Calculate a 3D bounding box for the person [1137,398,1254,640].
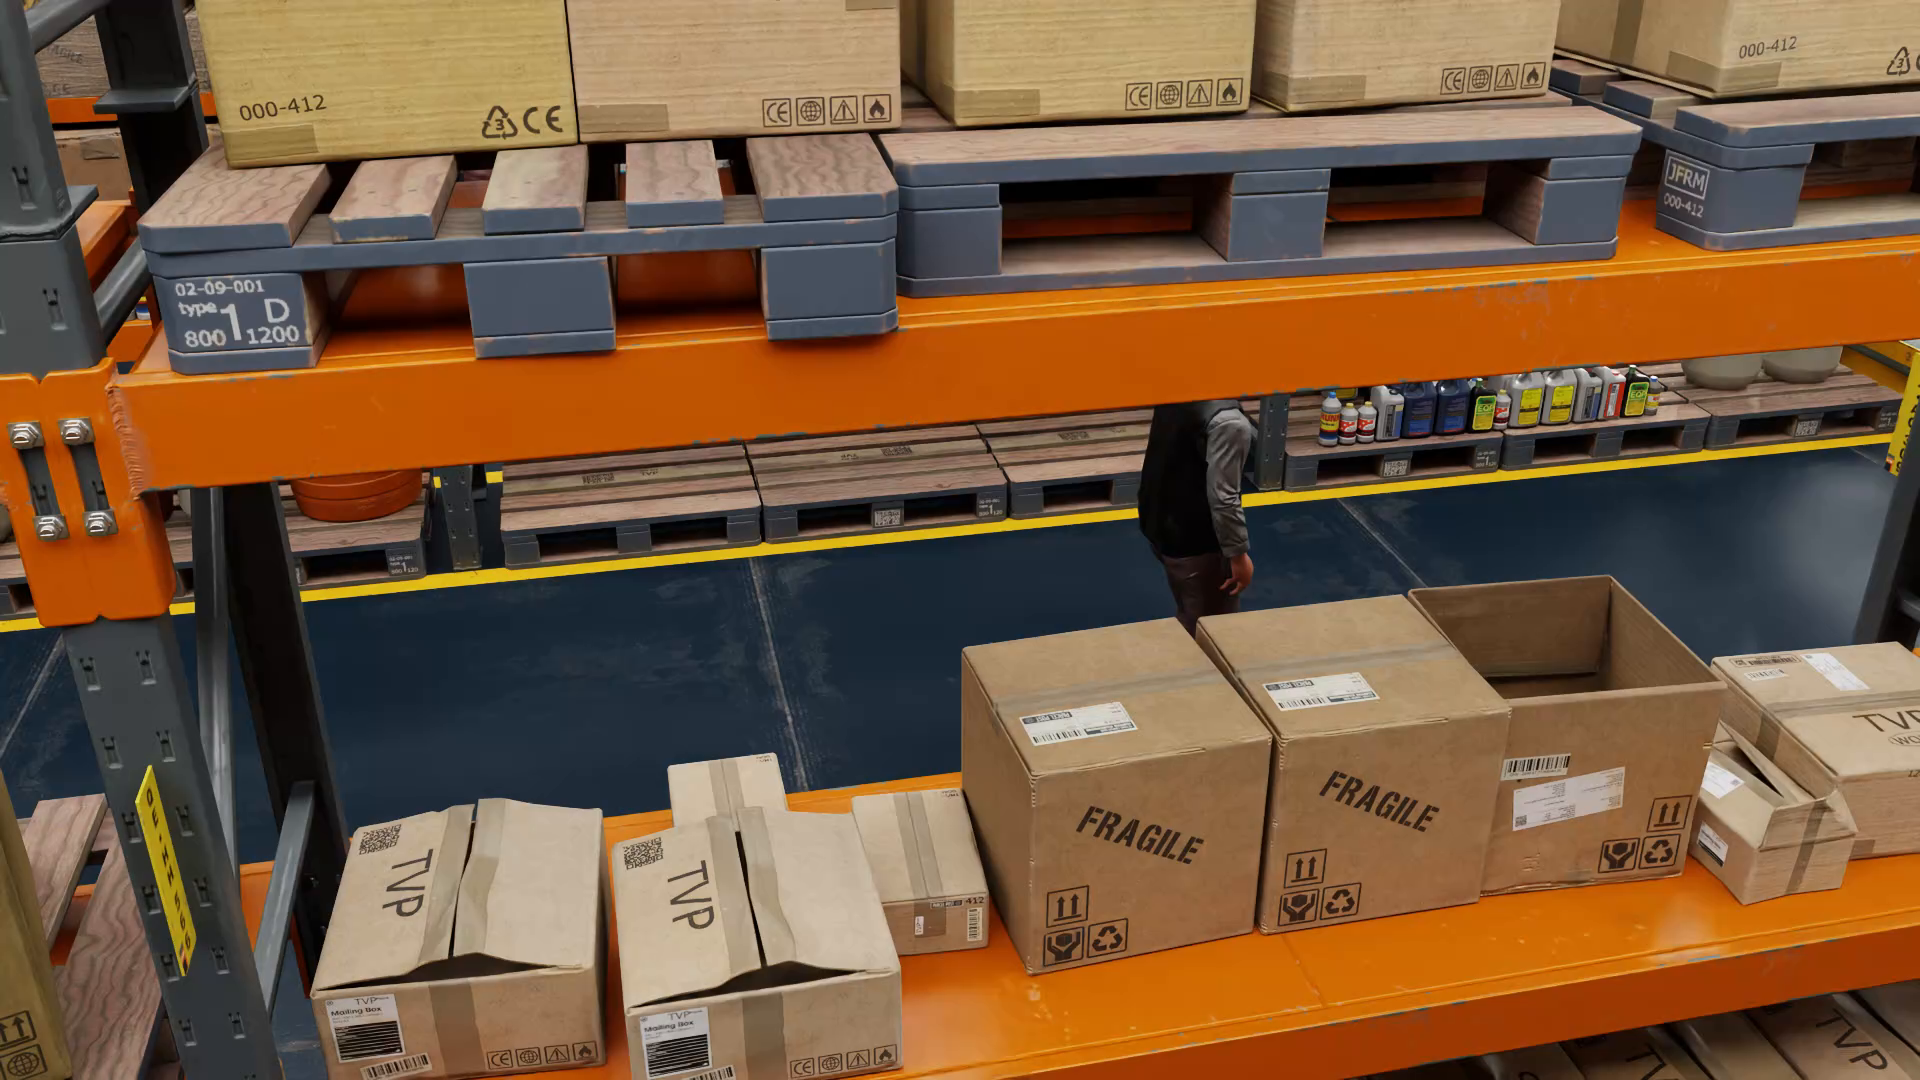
[{"bbox_3d":[0.898,-0.014,6.170,0.465,1.722,0.590,-7,27,-14],"label":"person"}]
